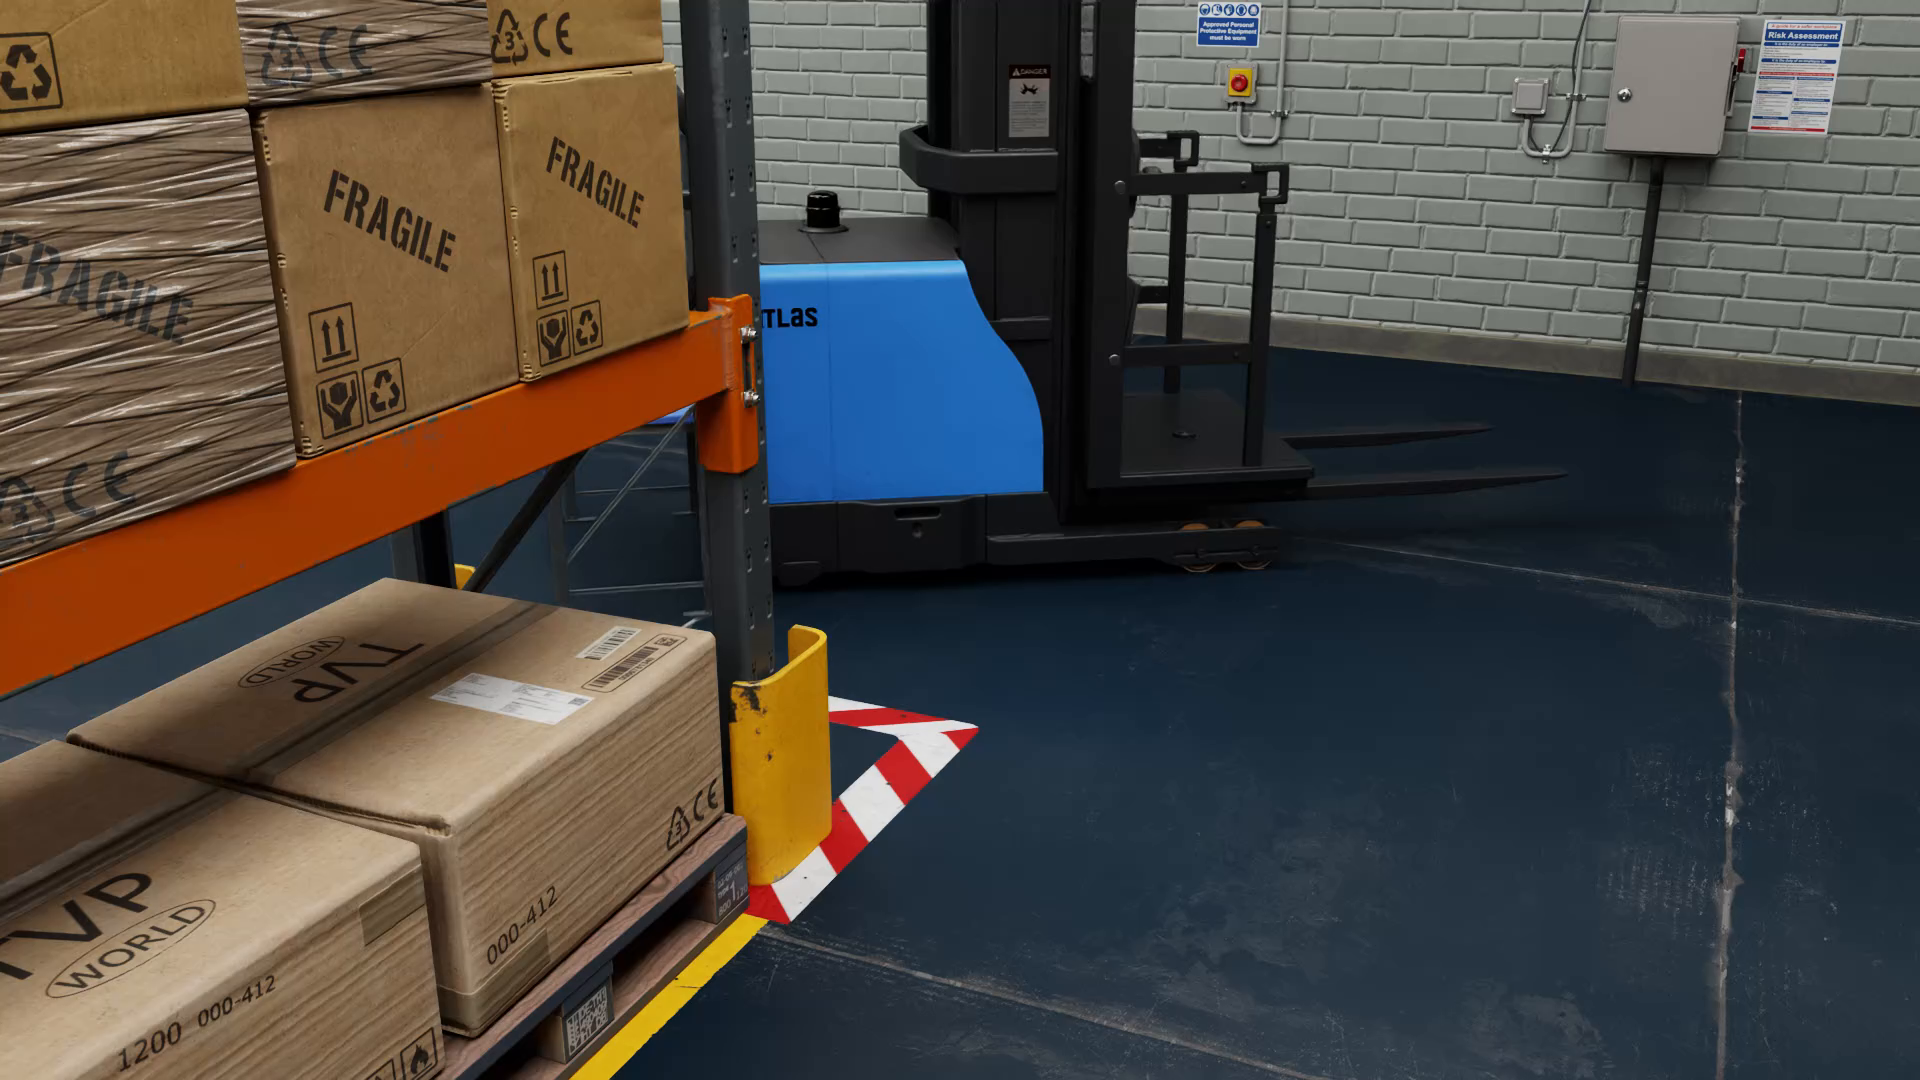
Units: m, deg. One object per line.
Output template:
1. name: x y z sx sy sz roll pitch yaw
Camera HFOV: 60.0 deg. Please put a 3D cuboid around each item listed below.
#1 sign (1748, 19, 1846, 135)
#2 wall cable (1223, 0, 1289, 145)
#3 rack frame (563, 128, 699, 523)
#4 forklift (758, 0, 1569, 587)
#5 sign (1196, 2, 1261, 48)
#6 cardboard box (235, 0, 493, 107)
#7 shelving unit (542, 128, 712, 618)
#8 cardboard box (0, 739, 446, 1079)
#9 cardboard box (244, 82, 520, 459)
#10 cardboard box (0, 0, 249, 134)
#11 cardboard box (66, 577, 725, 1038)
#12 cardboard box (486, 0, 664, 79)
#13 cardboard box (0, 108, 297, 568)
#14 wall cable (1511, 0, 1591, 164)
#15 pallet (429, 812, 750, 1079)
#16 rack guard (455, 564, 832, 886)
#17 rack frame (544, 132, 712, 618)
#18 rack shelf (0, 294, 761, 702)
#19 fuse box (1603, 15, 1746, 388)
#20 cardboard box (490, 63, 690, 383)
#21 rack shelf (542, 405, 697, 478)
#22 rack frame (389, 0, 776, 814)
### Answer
1. sign: 3.779 -2.092 7.518 0.329 0.494 0.001 9 21 23
2. wall cable: 1.387 -2.968 8.275 0.585 1.953 0.123 9 21 23
3. rack frame: -1.214 -0.790 5.952 0.500 1.500 0.032 -4 20 -11
4. forklift: 0.643 -1.440 5.645 3.031 2.935 1.130 -3 20 -8
5. sign: 1.368 -2.627 8.476 0.327 0.218 0.001 9 21 23
6. cardboard box: -1.068 -0.922 2.443 0.500 0.500 0.500 9 21 23
7. shelving unit: -1.115 -0.623 5.482 0.538 1.500 1.048 -4 20 -11
8. cardboard box: -1.447 0.758 2.558 0.875 0.438 0.875 9 22 24
9. cardboard box: -1.076 -0.460 2.635 0.500 0.500 0.500 8 21 22
10. cardboard box: -1.274 -0.771 2.019 0.500 0.500 0.500 8 21 22
11. cardboard box: -1.080 0.477 3.348 0.875 0.438 0.875 8 21 21
12. cardboard box: -0.881 -1.086 2.904 0.500 0.500 0.500 9 22 24
13. cardboard box: -1.278 -0.301 2.189 0.500 0.500 0.500 9 22 24
14. wall cable: 2.686 -2.762 7.743 0.588 1.984 0.122 9 21 23
15. pallet: -1.157 0.821 3.344 1.003 0.211 1.213 9 21 23
16. rack guard: -0.891 0.423 4.034 1.175 0.500 0.348 9 21 23
17. rack frame: -1.017 -0.456 5.012 0.500 1.500 0.032 -4 20 -11
18. rack shelf: -1.720 0.203 1.996 1.077 0.370 4.000 9 21 23
19. fuse box: 3.244 -1.535 7.730 0.539 1.711 0.414 9 21 23
20. cardboard box: -0.857 -0.611 3.061 0.500 0.500 0.500 9 21 23
21. rack shelf: -1.115 -0.453 5.542 0.538 0.185 1.000 -4 20 -11
22. rack frame: -0.901 -0.748 3.594 1.000 3.000 0.127 9 21 23
